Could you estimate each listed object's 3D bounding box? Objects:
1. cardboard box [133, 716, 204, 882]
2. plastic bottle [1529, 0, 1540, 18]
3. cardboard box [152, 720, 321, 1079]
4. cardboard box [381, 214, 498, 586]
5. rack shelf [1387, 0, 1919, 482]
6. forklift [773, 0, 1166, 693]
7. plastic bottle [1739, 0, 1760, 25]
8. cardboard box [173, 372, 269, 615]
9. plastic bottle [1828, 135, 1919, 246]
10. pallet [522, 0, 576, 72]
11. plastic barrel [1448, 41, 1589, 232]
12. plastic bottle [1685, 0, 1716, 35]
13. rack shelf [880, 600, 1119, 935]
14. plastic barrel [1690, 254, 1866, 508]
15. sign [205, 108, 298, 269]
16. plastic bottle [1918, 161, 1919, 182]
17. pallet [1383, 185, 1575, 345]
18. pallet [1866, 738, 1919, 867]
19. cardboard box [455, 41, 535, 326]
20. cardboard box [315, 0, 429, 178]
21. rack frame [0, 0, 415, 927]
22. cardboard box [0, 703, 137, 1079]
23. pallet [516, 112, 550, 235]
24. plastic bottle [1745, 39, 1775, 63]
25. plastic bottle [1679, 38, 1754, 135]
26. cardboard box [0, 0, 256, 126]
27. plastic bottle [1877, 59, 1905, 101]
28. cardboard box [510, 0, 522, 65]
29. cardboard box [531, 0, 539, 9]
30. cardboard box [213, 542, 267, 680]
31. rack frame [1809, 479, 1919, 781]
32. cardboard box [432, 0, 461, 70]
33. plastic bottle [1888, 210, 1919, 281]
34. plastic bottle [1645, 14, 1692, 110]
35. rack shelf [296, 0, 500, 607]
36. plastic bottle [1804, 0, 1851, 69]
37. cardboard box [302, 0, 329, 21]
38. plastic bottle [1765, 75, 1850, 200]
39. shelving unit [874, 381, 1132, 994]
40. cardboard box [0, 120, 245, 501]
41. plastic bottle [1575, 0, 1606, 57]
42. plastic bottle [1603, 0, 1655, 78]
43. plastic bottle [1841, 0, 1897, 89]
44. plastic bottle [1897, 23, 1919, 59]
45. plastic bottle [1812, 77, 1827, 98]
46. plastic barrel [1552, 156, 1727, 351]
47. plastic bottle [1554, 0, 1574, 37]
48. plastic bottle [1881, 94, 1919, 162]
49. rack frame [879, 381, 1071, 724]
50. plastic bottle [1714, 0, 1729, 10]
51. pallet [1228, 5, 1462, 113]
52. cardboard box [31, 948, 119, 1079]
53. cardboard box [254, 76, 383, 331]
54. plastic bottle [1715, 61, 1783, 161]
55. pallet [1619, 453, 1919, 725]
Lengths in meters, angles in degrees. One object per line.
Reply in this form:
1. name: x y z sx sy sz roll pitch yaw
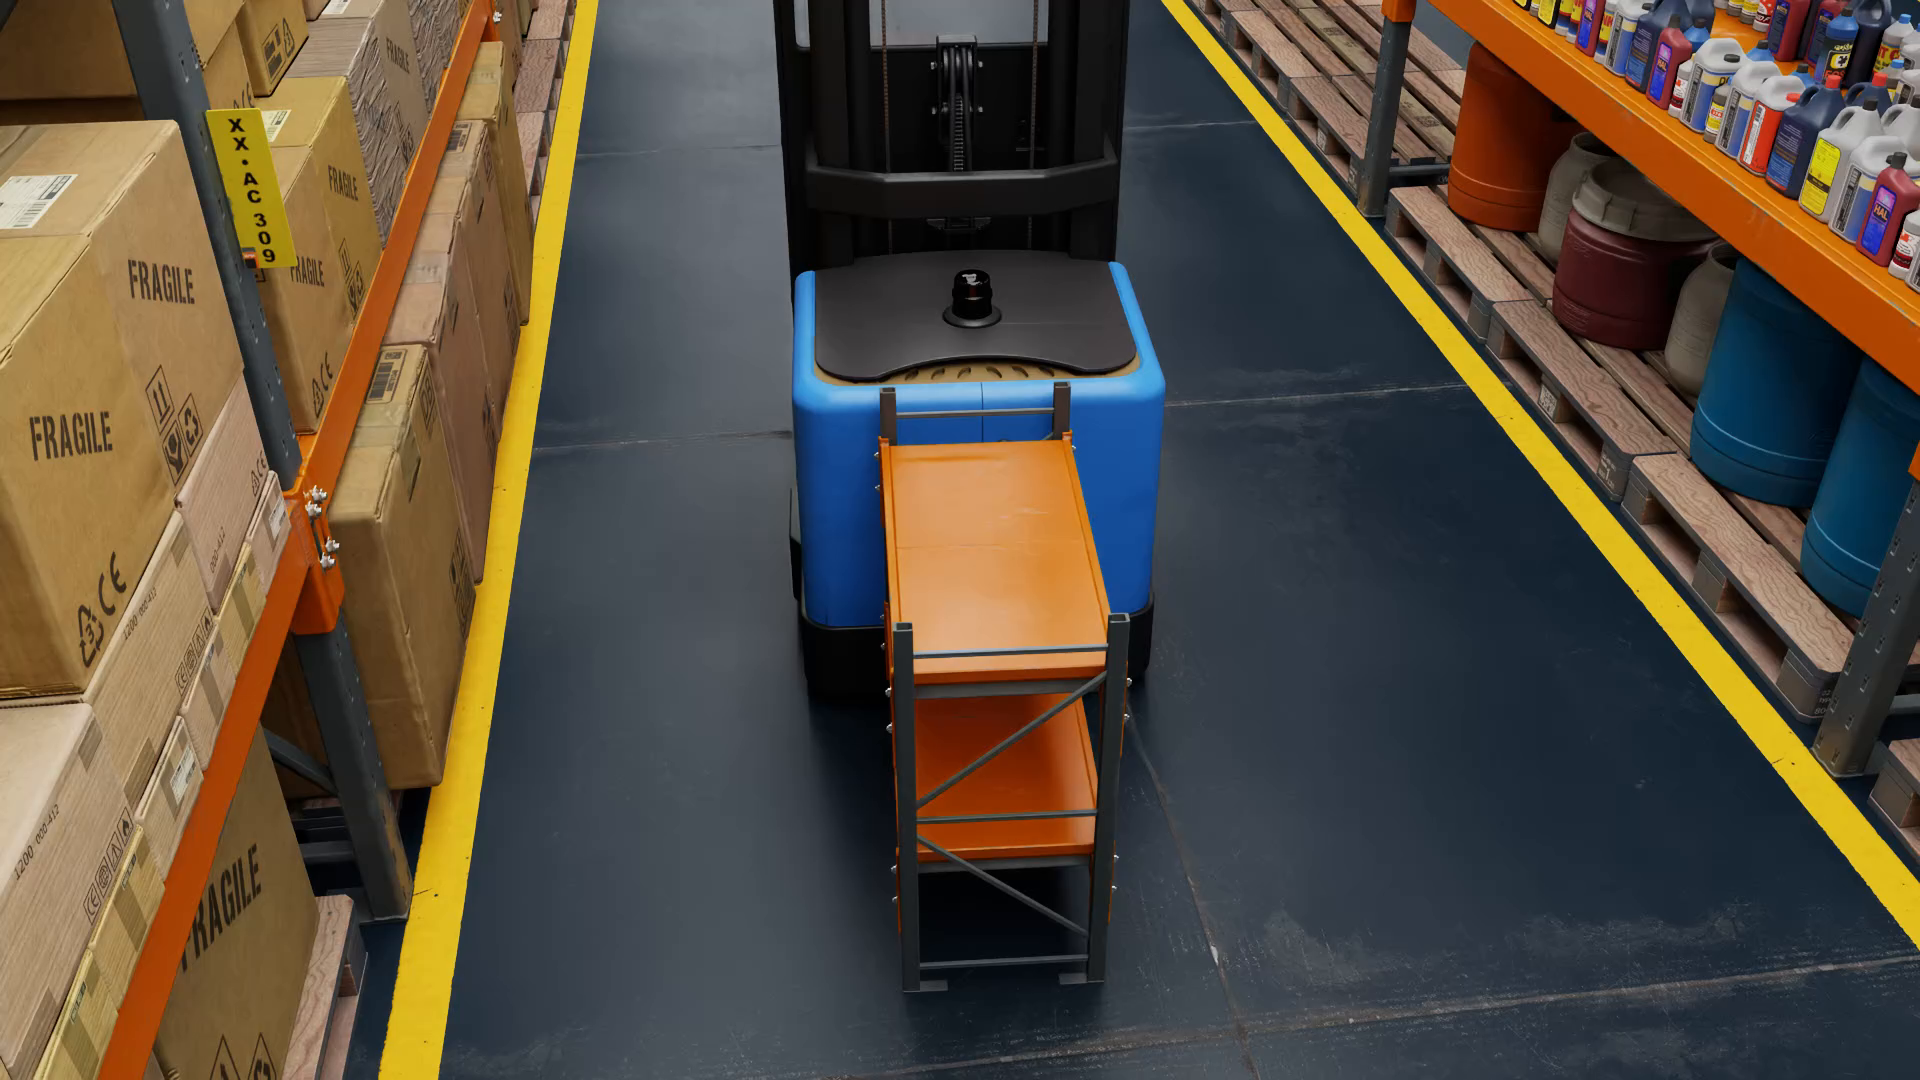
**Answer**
1. cardboard box: -1.462 0.430 2.679 0.380 0.149 0.250 -4 34 -5
2. plastic bottle: 2.245 -2.109 6.358 0.097 0.201 0.097 0 34 0
3. cardboard box: -1.922 0.829 3.383 0.875 0.875 0.875 -4 35 -6
4. cardboard box: -2.158 -0.399 5.186 1.225 0.875 0.875 -6 35 -8
5. rack shelf: 2.708 -1.444 5.843 1.077 0.370 4.000 -4 35 -6
6. forklift: -0.043 -1.562 5.439 1.130 2.935 3.031 -2 34 -3
7. plastic bottle: 3.023 -2.061 6.287 0.097 0.201 0.097 0 34 0
8. cardboard box: -1.612 -0.084 3.079 0.500 0.250 0.500 -5 35 -7
9. plastic bottle: 2.554 -0.973 4.624 0.152 0.276 0.135 -4 35 -6
10. pallet: -2.901 -3.127 10.151 1.003 0.211 1.213 -4 35 -6
11. plastic barrel: 2.521 -1.862 7.373 0.600 0.830 0.708 -4 35 -6
12. plastic bottle: 2.513 -1.794 5.762 0.144 0.351 0.185 -4 35 -6
13. rack shelf: 0.074 0.554 4.373 0.538 0.278 1.000 -2 34 -3
14. plastic barrel: 2.825 -0.631 5.503 0.600 0.901 0.708 -4 35 -6
15. sign: -1.382 -0.683 3.250 0.100 0.325 0.005 -4 35 -6
16. plastic bottle: 2.675 -0.962 4.674 0.097 0.201 0.097 0 34 0
17. pallet: 2.586 -1.268 7.423 1.003 0.211 1.213 -4 35 -6
18. pallet: 3.114 0.935 4.191 1.003 0.211 1.213 -4 35 -6
19. cardboard box: -2.397 -1.391 6.641 1.225 0.875 0.875 -6 35 -9
20. cardboard box: -1.956 -1.414 5.073 0.500 0.500 0.500 -4 34 -5
21. rack frame: -1.931 -0.250 3.453 1.000 3.000 0.127 -4 35 -6
22. cardboard box: -1.471 0.489 2.237 0.500 0.250 0.500 -4 34 -5
23. pallet: -2.573 -1.766 8.153 1.003 0.211 1.213 -4 35 -6
24. plastic bottle: 2.558 -1.477 5.368 0.097 0.271 0.097 0 34 0
25. plastic bottle: 2.437 -1.459 5.337 0.152 0.276 0.135 -4 35 -6
26. cardboard box: -2.026 -1.061 3.664 0.797 0.503 0.637 -5 35 -8
27. plastic bottle: 3.015 -1.456 5.399 0.097 0.201 0.097 0 34 0
28. cardboard box: -2.825 -2.939 9.228 0.700 0.500 0.500 -7 35 -10
29. cardboard box: -2.946 -3.518 10.078 0.700 0.500 0.500 -7 35 -10
30. cardboard box: -1.531 0.143 3.099 0.380 0.149 0.250 -4 34 -5
31. rack frame: 2.977 -0.625 4.003 1.000 3.000 0.127 -4 35 -6
32. cardboard box: -2.096 -1.988 5.915 0.500 0.500 0.500 -5 35 -7
33. plastic bottle: 2.560 -0.801 4.438 0.097 0.201 0.097 0 34 0
34. plastic bottle: 2.361 -1.587 5.519 0.061 0.283 0.133 -4 35 -6
35. rack shelf: -2.200 -1.068 5.293 1.077 0.370 4.000 -4 35 -6
36. plastic bottle: 3.052 -1.795 5.824 0.061 0.283 0.133 -4 35 -6
37. cardboard box: -2.205 -1.791 4.735 0.797 0.503 0.637 -3 34 -5
38. plastic bottle: 2.504 -1.196 4.885 0.144 0.351 0.185 -4 35 -6
39. shelving unit: 0.074 0.352 4.235 0.538 1.125 1.048 -2 34 -3
40. cardboard box: -1.605 -0.384 2.853 0.500 0.500 0.500 -3 34 -5
41. plastic bottle: 2.287 -1.894 5.970 0.061 0.283 0.133 -4 35 -6
42. plastic bottle: 2.363 -1.766 5.788 0.152 0.276 0.135 -4 35 -6
43. plastic bottle: 3.092 -1.736 5.677 0.144 0.351 0.185 -4 35 -6
44. plastic bottle: 3.148 -1.572 5.507 0.097 0.271 0.097 0 34 0
45. plastic bottle: 2.607 -1.272 5.067 0.097 0.271 0.097 0 34 0
46. plastic barrel: 2.673 -1.132 6.516 0.600 0.588 0.708 -4 35 -6
47. plastic bottle: 2.276 -2.010 6.150 0.097 0.271 0.097 0 34 0
48. plastic bottle: 2.672 -1.103 4.749 0.144 0.351 0.185 -4 35 -6
49. rack frame: 0.040 0.066 4.654 0.500 1.125 0.032 -2 34 -3
50. plastic bottle: 2.997 -2.198 6.427 0.097 0.271 0.097 0 34 0
51. pallet: 2.212 -2.819 9.699 1.003 0.211 1.213 -4 35 -6
52. cardboard box: -1.393 0.717 2.258 0.380 0.149 0.250 -5 35 -7
53. cardboard box: -1.814 -0.847 4.241 0.500 0.500 0.500 -4 35 -6
54. plastic bottle: 2.468 -1.329 5.147 0.152 0.276 0.135 -4 35 -6
55. pallet: 2.914 0.094 5.425 1.003 0.211 1.213 -4 35 -6
